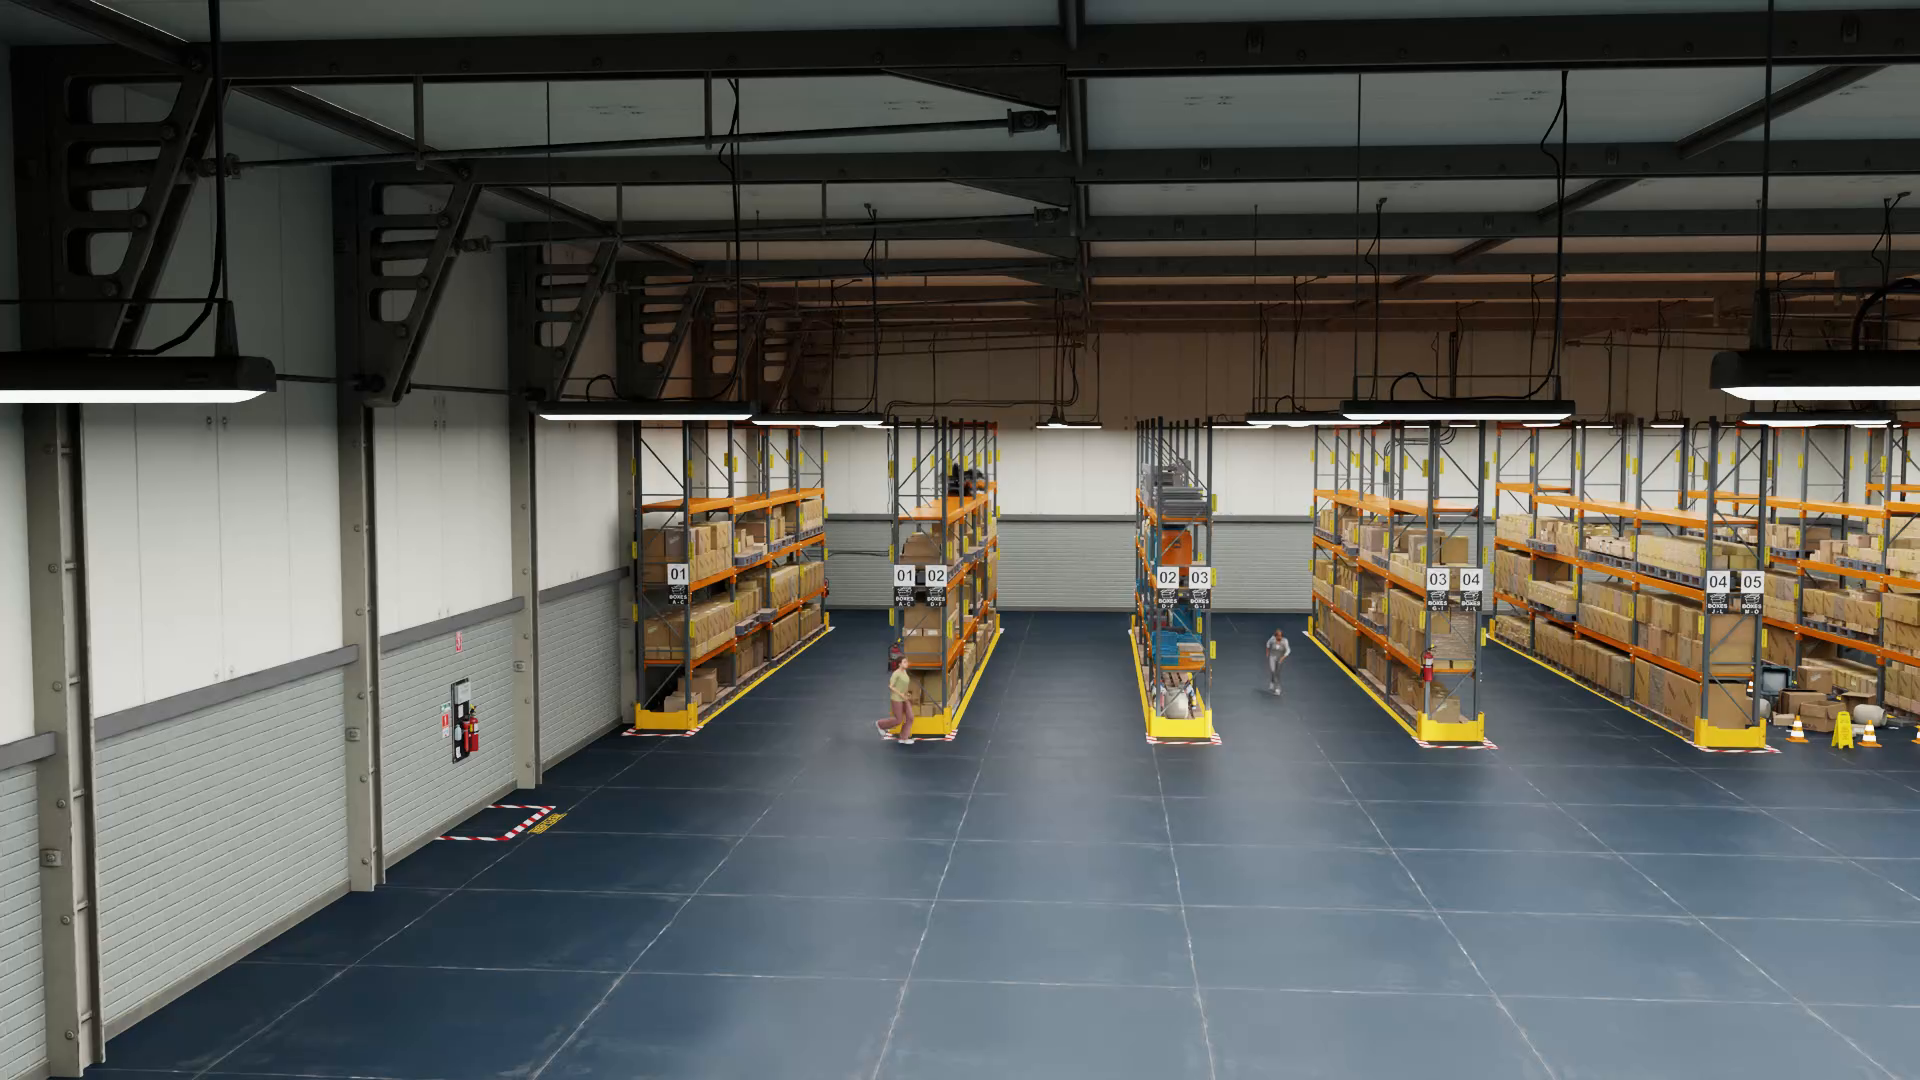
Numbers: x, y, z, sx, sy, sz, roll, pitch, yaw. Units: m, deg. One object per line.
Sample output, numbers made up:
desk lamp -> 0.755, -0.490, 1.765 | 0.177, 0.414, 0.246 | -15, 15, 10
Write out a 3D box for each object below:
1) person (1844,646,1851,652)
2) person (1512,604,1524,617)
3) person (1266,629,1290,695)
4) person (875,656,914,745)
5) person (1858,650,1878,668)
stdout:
person -> 22.533, 2.021, 42.777 | 0.690, 1.752, 1.063 | -1, 4, -15
person -> 15.983, 1.833, 47.308 | 0.526, 1.593, 0.635 | 2, 4, 22
person -> 6.948, 2.619, 36.349 | 0.515, 1.442, 0.962 | 1, 4, 8
person -> -1.175, 2.921, 30.497 | 0.773, 1.626, 0.564 | 2, 4, 28
person -> 21.556, 2.270, 39.399 | 0.697, 1.748, 0.931 | 0, 4, 1
